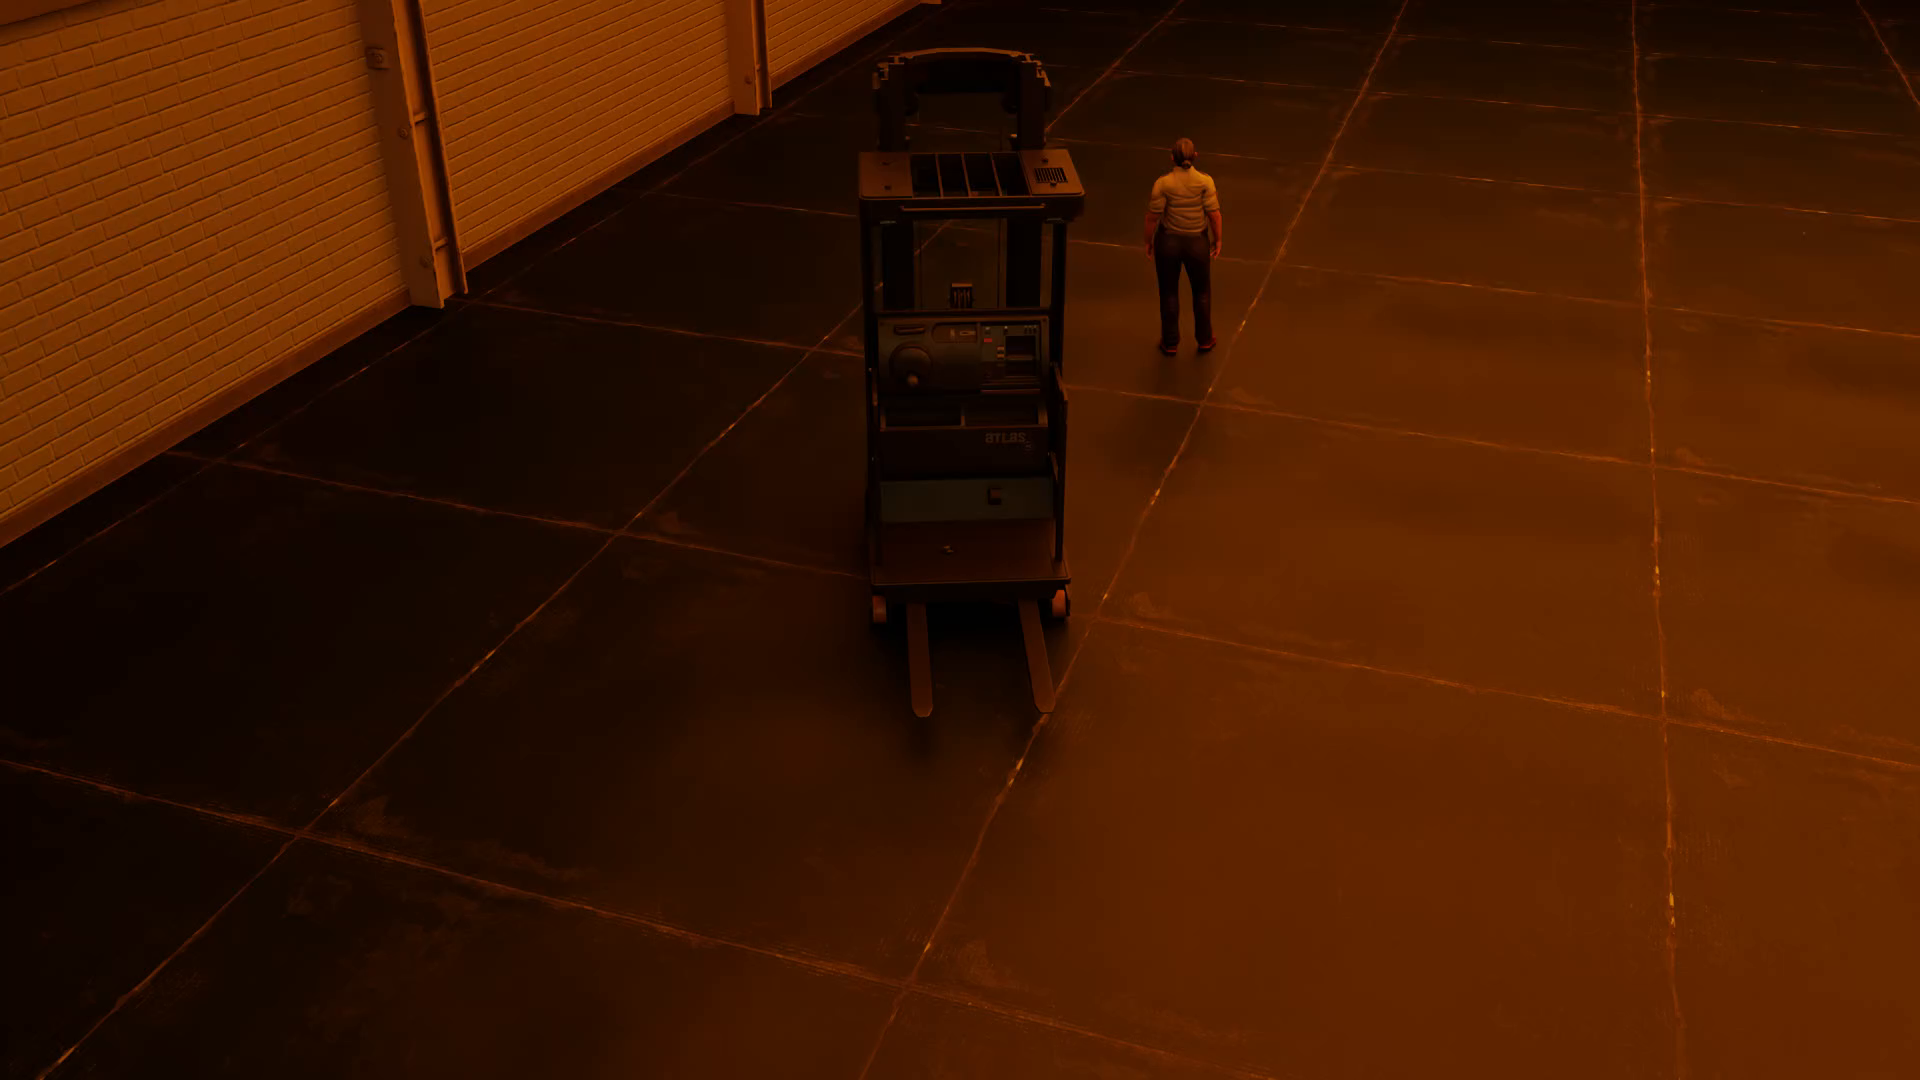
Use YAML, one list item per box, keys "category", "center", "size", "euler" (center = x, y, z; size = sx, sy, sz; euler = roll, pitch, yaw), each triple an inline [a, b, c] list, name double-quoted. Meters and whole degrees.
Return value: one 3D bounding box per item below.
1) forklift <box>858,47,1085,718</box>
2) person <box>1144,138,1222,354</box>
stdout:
- category: "forklift"
  center: [0.035, -0.972, 8.842]
  size: [1.130, 2.935, 3.031]
  euler: [-2, 30, -3]
- category: "person"
  center: [1.653, -2.178, 12.239]
  size: [0.598, 1.651, 0.502]
  euler: [4, 30, 6]
